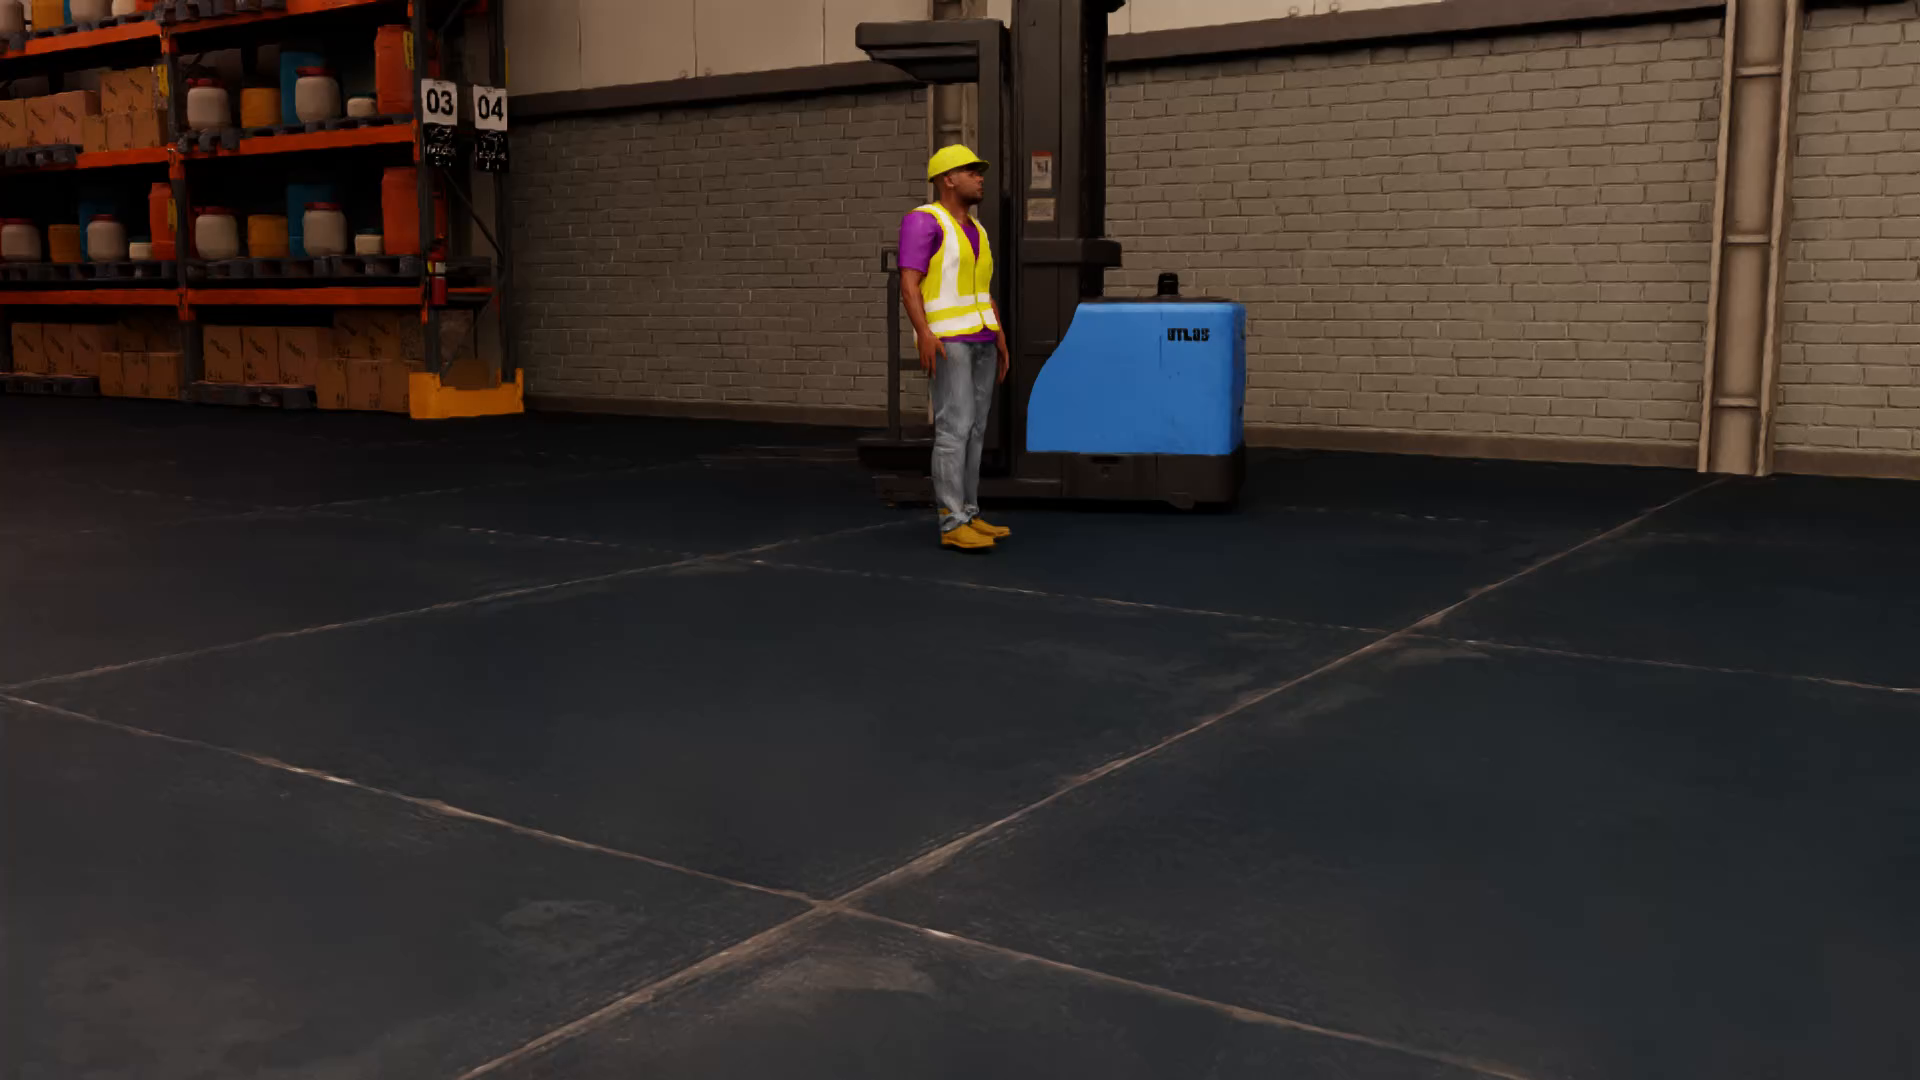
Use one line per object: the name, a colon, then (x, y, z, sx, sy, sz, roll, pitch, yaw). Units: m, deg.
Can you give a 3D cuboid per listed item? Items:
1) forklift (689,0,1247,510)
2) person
forklift: (0.028, -1.693, 9.100, 3.031, 2.935, 1.130, 2, 8, 14)
person: (0.054, -0.876, 7.435, 0.576, 1.766, 0.665, 5, 10, 34)
